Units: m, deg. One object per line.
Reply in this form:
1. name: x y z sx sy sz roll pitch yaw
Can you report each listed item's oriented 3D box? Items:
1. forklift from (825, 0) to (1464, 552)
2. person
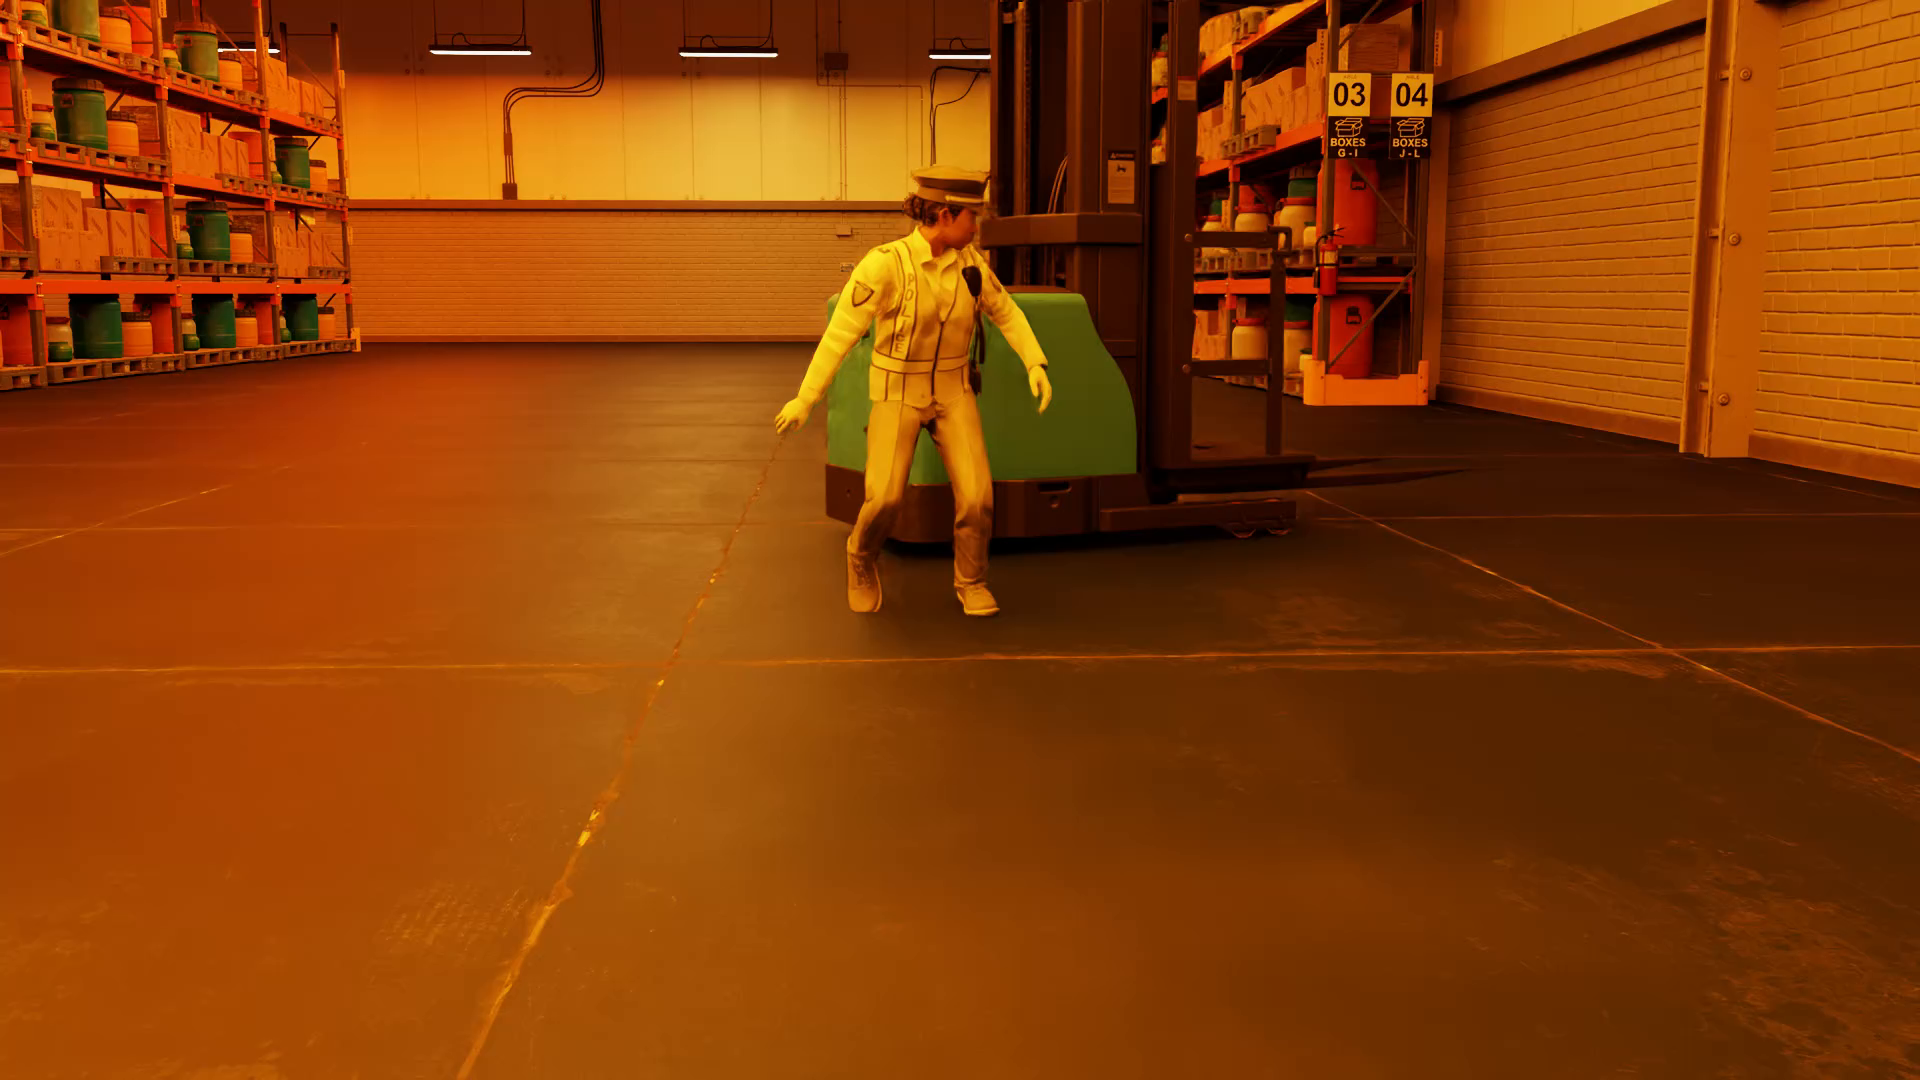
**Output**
1. forklift: 0.949 -1.523 7.591 3.031 2.935 1.130 -4 9 -25
2. person: -0.151 -0.458 5.484 0.893 1.509 0.523 -3 9 -19
